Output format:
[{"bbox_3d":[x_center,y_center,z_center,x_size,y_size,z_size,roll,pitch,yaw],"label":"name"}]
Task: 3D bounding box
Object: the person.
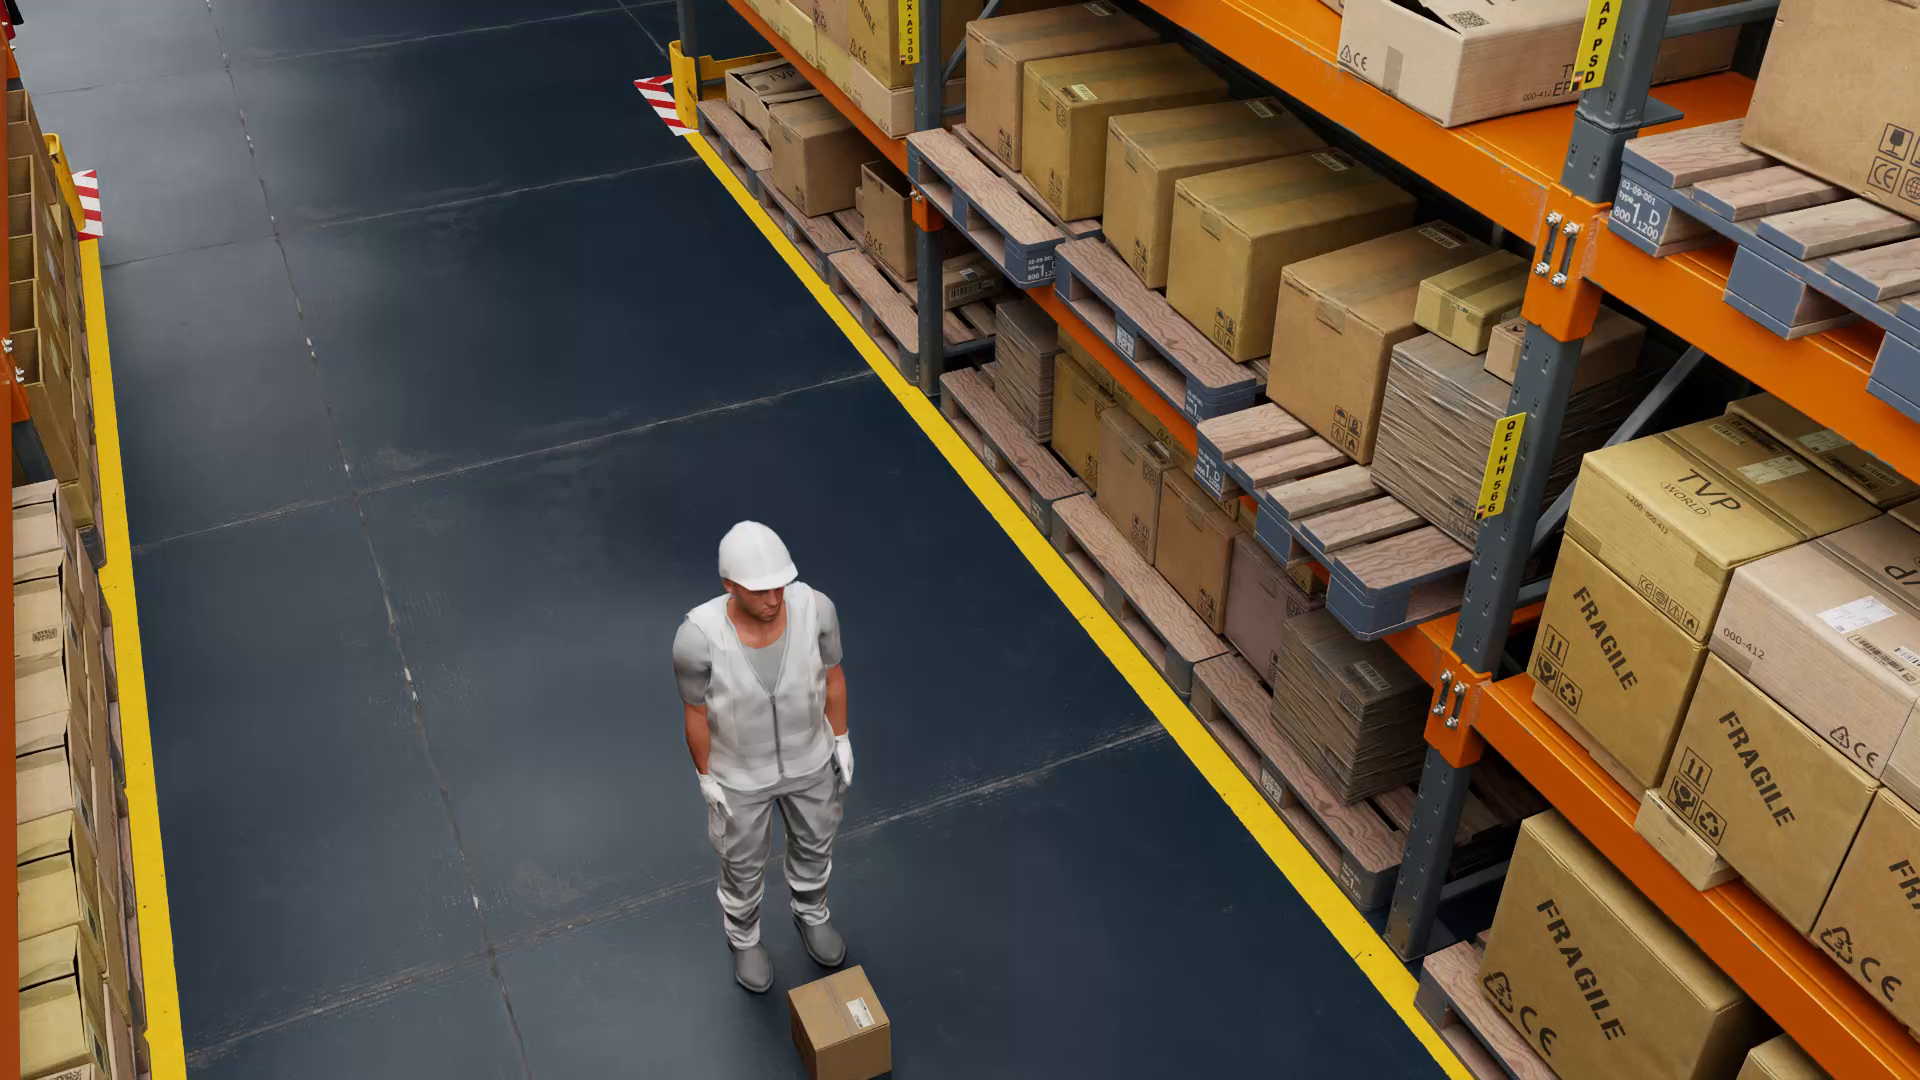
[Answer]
[{"bbox_3d":[-0.587,0.689,5.215,0.524,1.785,0.335,-15,39,-19],"label":"person"}]
